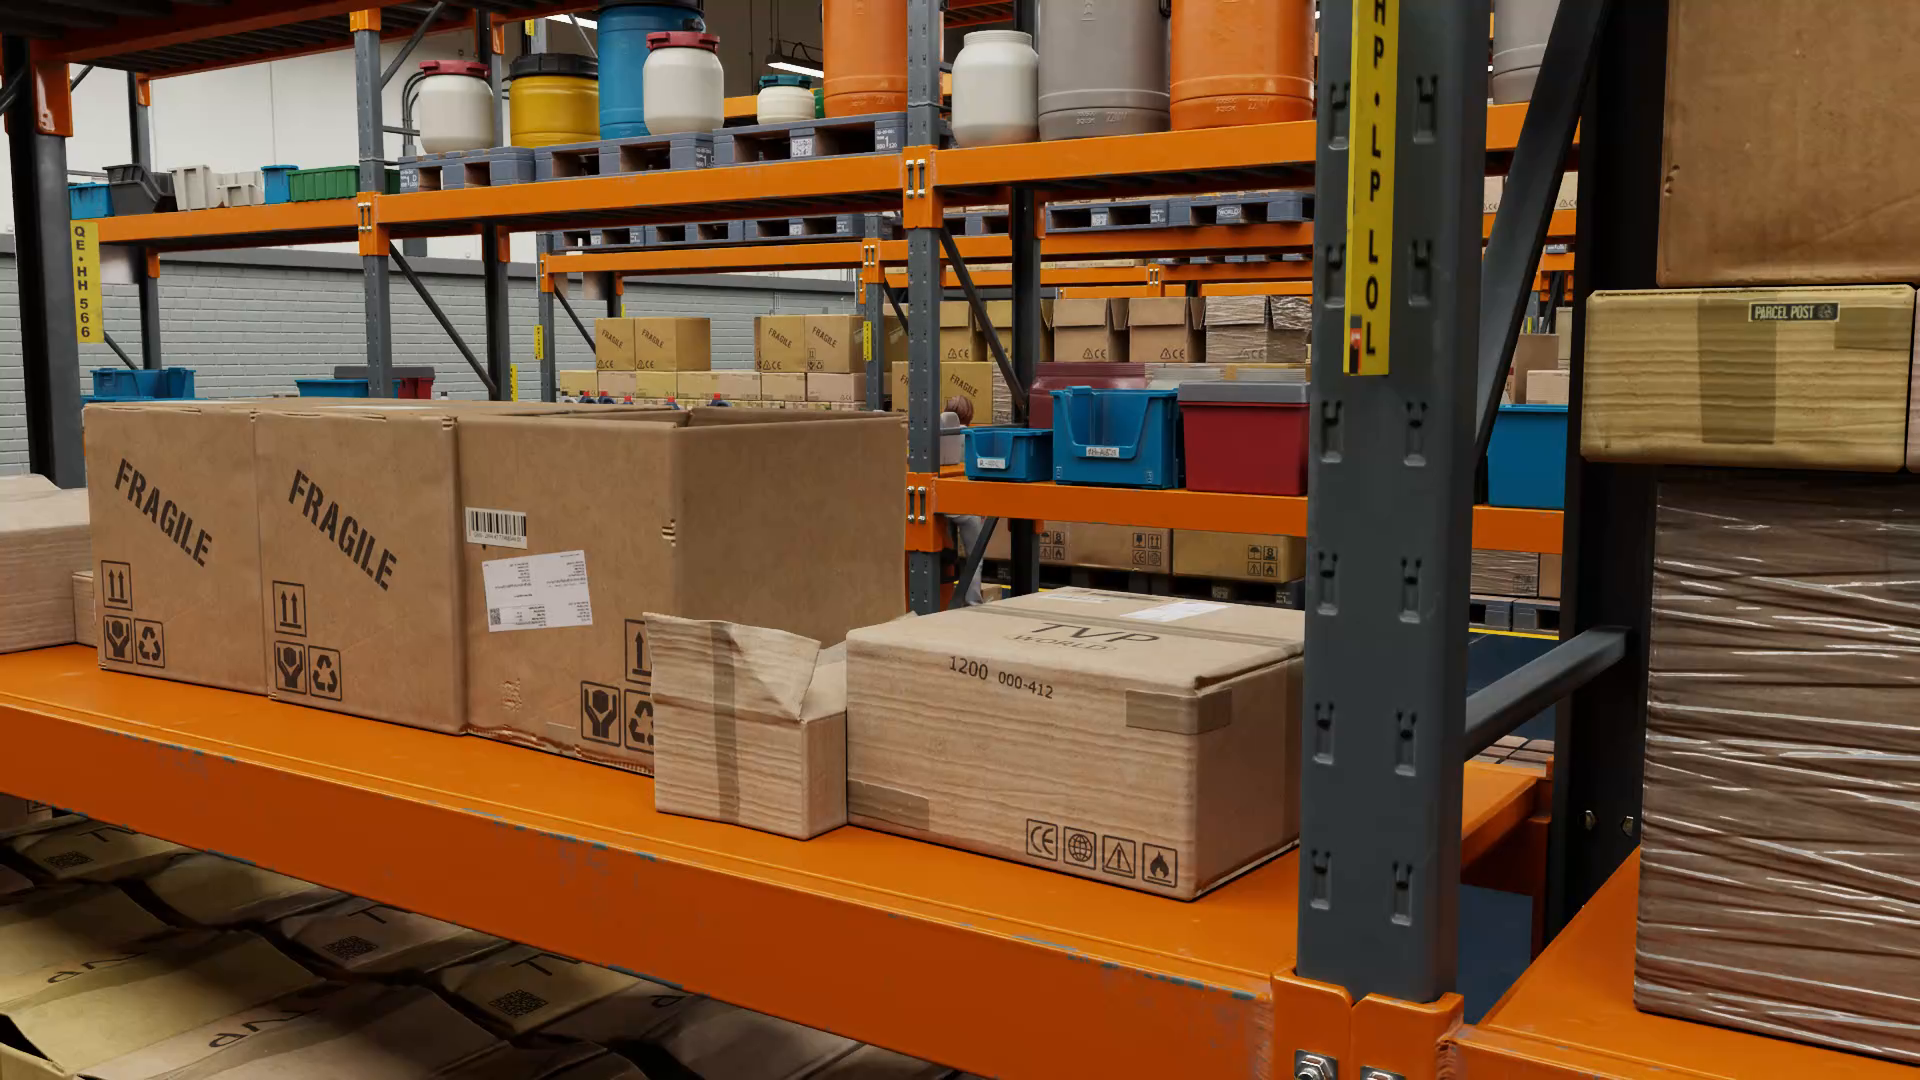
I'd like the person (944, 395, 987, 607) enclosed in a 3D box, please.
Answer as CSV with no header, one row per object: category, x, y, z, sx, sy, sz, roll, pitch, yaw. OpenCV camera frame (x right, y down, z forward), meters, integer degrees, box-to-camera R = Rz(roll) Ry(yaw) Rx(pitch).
person,-0.009,-0.192,11.430,0.485,1.581,0.345,4,8,30
